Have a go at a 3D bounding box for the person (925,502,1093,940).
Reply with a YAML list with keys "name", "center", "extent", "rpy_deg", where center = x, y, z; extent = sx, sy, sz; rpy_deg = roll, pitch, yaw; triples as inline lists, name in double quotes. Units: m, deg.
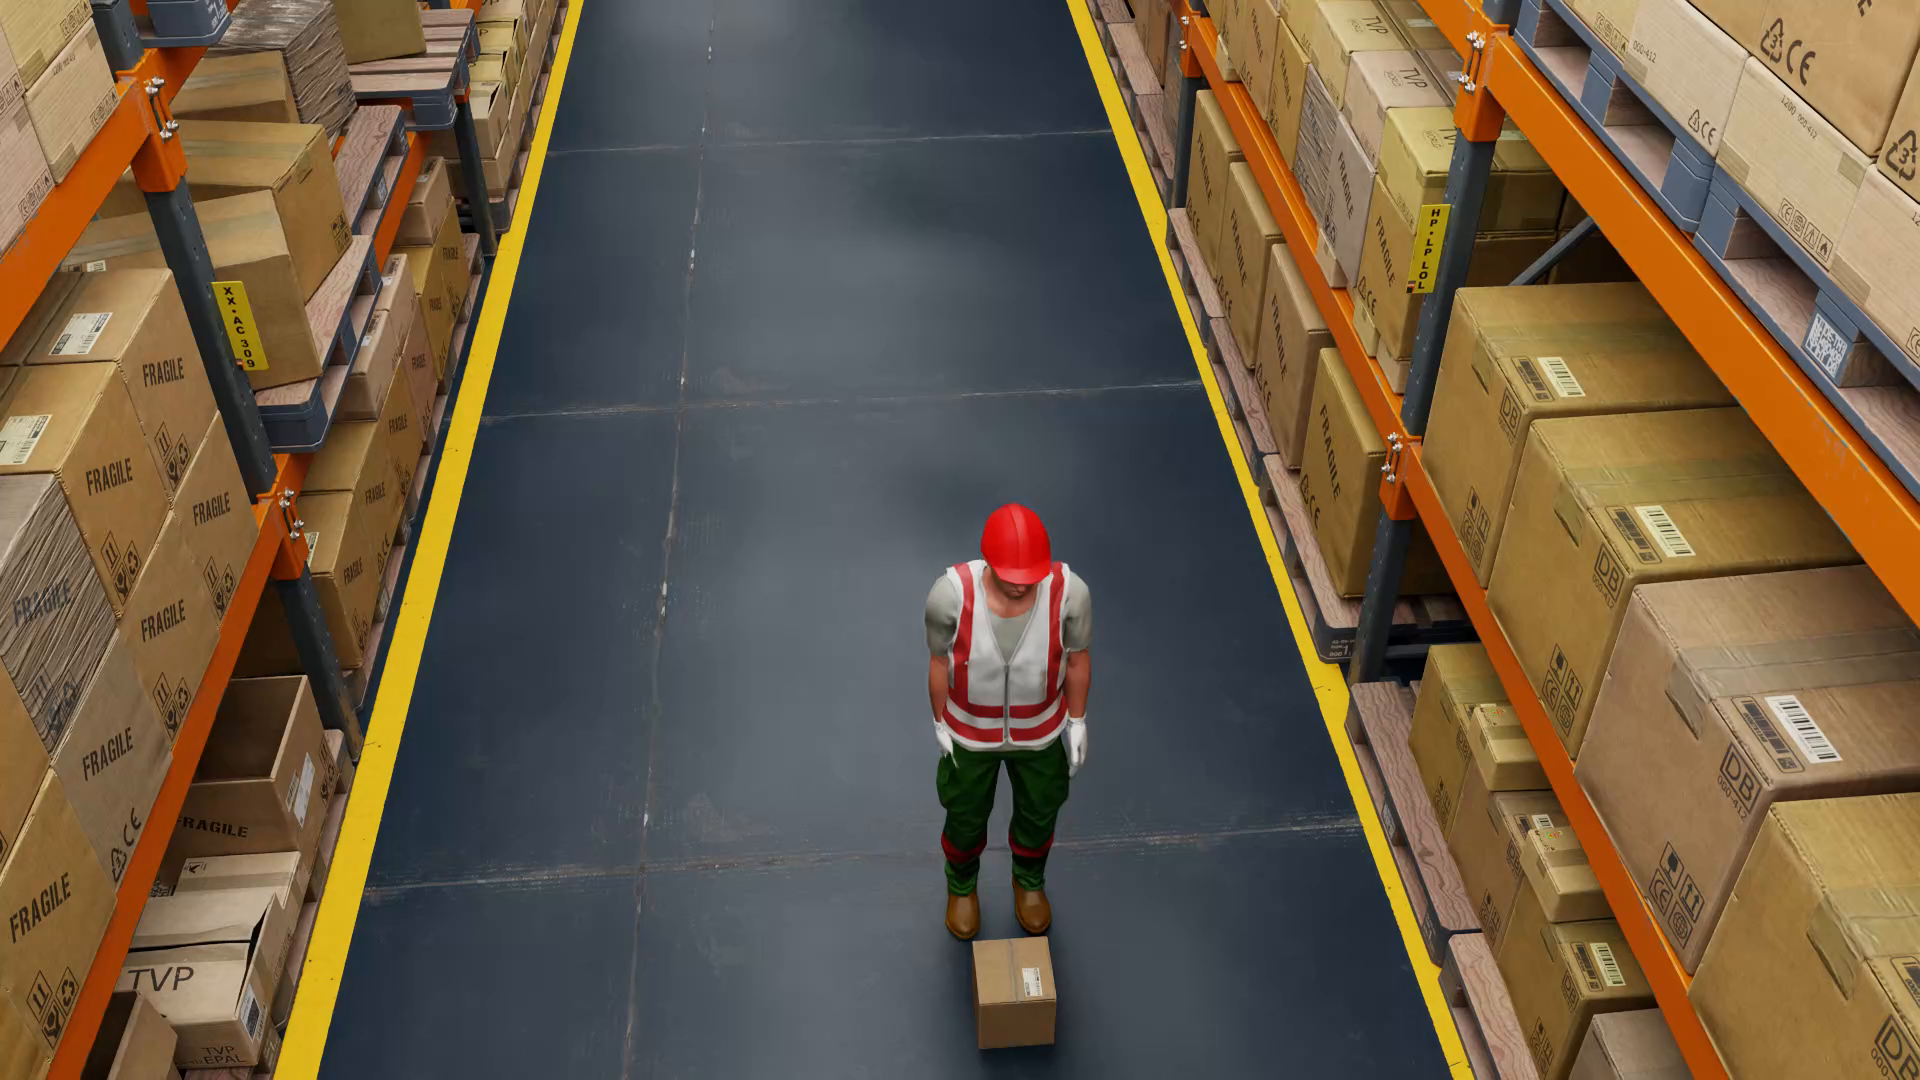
- name: "person"
  center: [0.156, 0.604, 5.392]
  extent: [0.527, 1.780, 0.351]
  rpy_deg: [-2, 39, -3]
